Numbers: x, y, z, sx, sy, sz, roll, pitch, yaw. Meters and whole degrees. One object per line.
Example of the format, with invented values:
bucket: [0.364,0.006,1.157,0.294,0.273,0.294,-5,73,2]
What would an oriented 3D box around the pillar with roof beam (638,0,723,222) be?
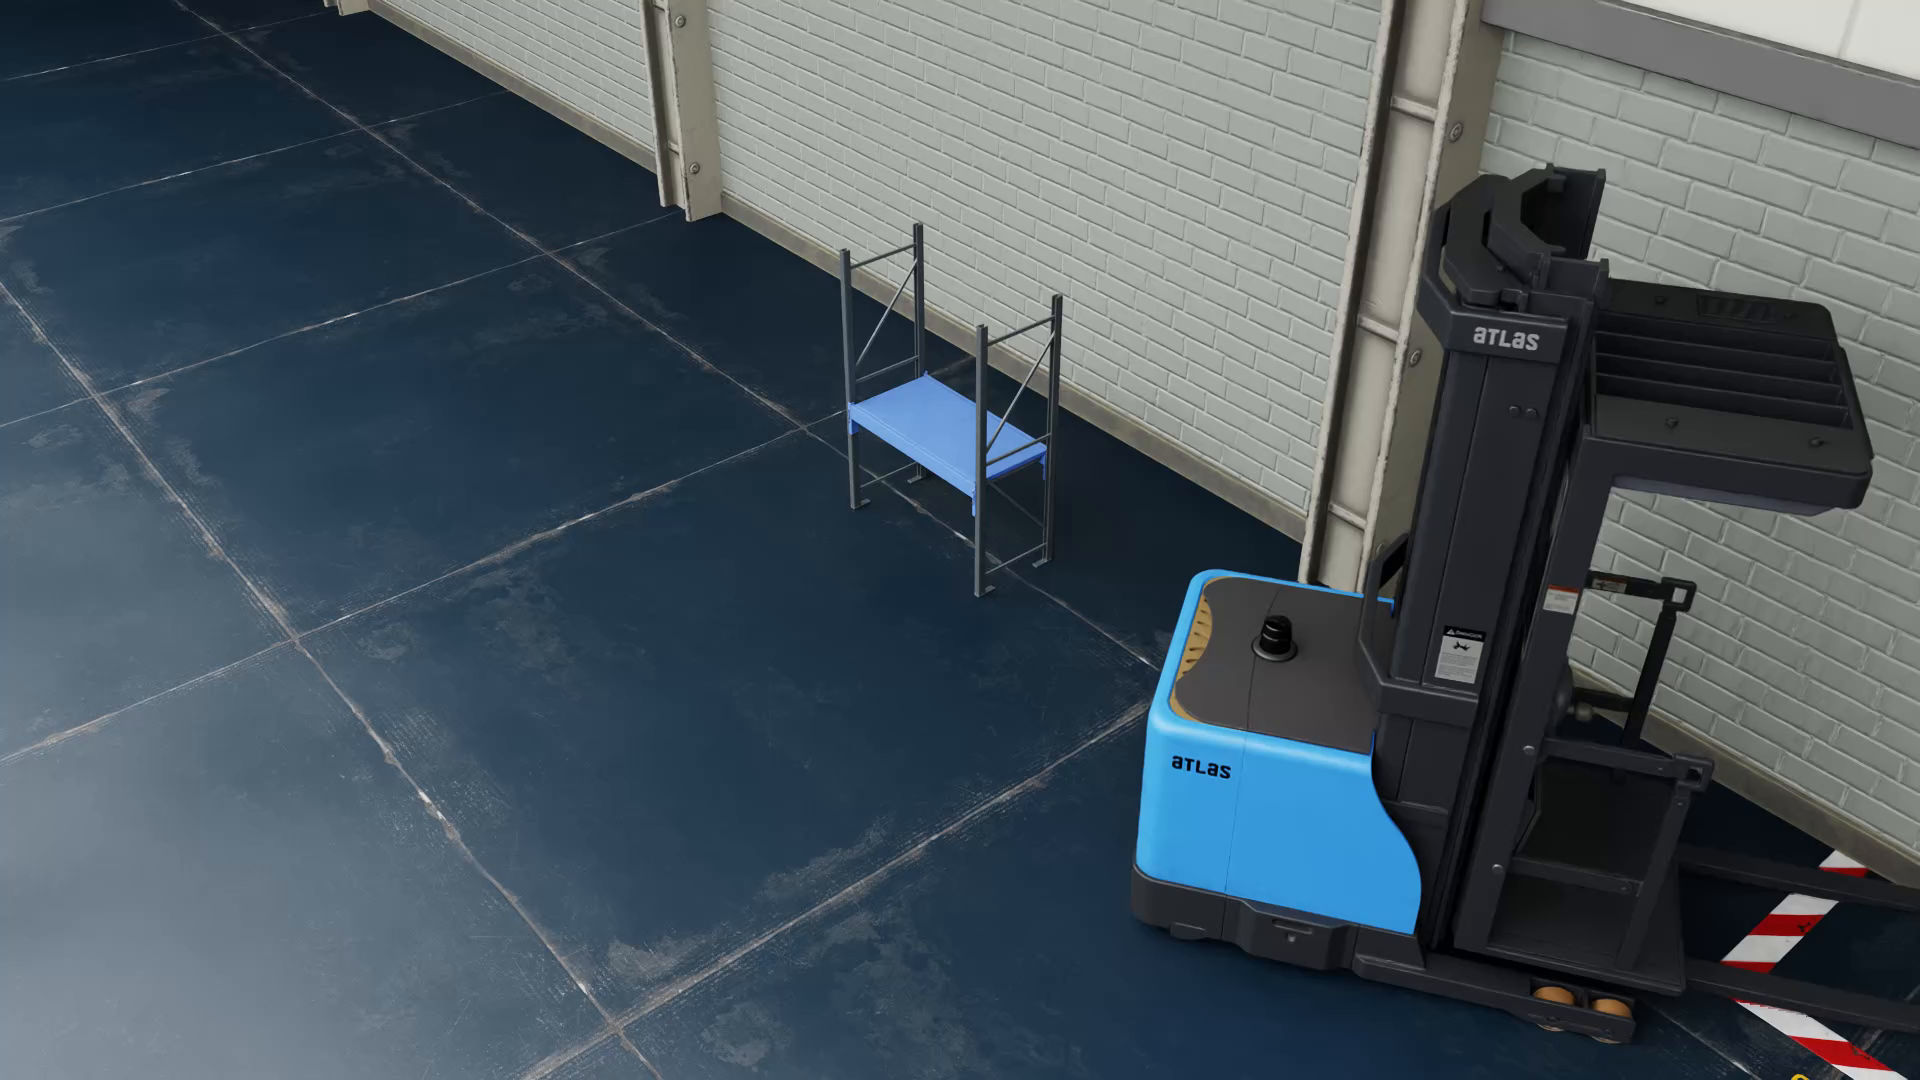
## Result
pillar with roof beam: [-5.224,-4.478,7.188,9.100,9.000,0.400,-26,43,-32]

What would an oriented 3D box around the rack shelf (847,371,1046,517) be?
rack shelf: [-0.055,-0.503,8.375,0.538,0.185,1.000,-26,43,-32]

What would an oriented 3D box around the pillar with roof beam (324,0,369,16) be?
pillar with roof beam: [-9.096,-7.127,10.928,9.100,9.000,0.400,-26,43,-32]

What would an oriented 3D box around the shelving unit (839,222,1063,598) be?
shelving unit: [-0.055,-0.650,8.271,0.538,1.500,1.048,-26,43,-32]

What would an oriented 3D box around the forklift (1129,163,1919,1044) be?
forklift: [2.237,0.294,5.700,3.031,2.935,1.130,10,36,14]

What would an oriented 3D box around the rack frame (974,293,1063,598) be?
rack frame: [0.273,-0.425,7.954,0.500,1.500,0.032,-26,43,-32]

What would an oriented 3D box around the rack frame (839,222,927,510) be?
rack frame: [-0.383,-0.874,8.588,0.500,1.500,0.032,-26,43,-32]

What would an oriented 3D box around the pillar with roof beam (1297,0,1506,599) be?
pillar with roof beam: [-1.352,-1.829,3.448,9.100,9.000,0.400,-26,43,-32]
